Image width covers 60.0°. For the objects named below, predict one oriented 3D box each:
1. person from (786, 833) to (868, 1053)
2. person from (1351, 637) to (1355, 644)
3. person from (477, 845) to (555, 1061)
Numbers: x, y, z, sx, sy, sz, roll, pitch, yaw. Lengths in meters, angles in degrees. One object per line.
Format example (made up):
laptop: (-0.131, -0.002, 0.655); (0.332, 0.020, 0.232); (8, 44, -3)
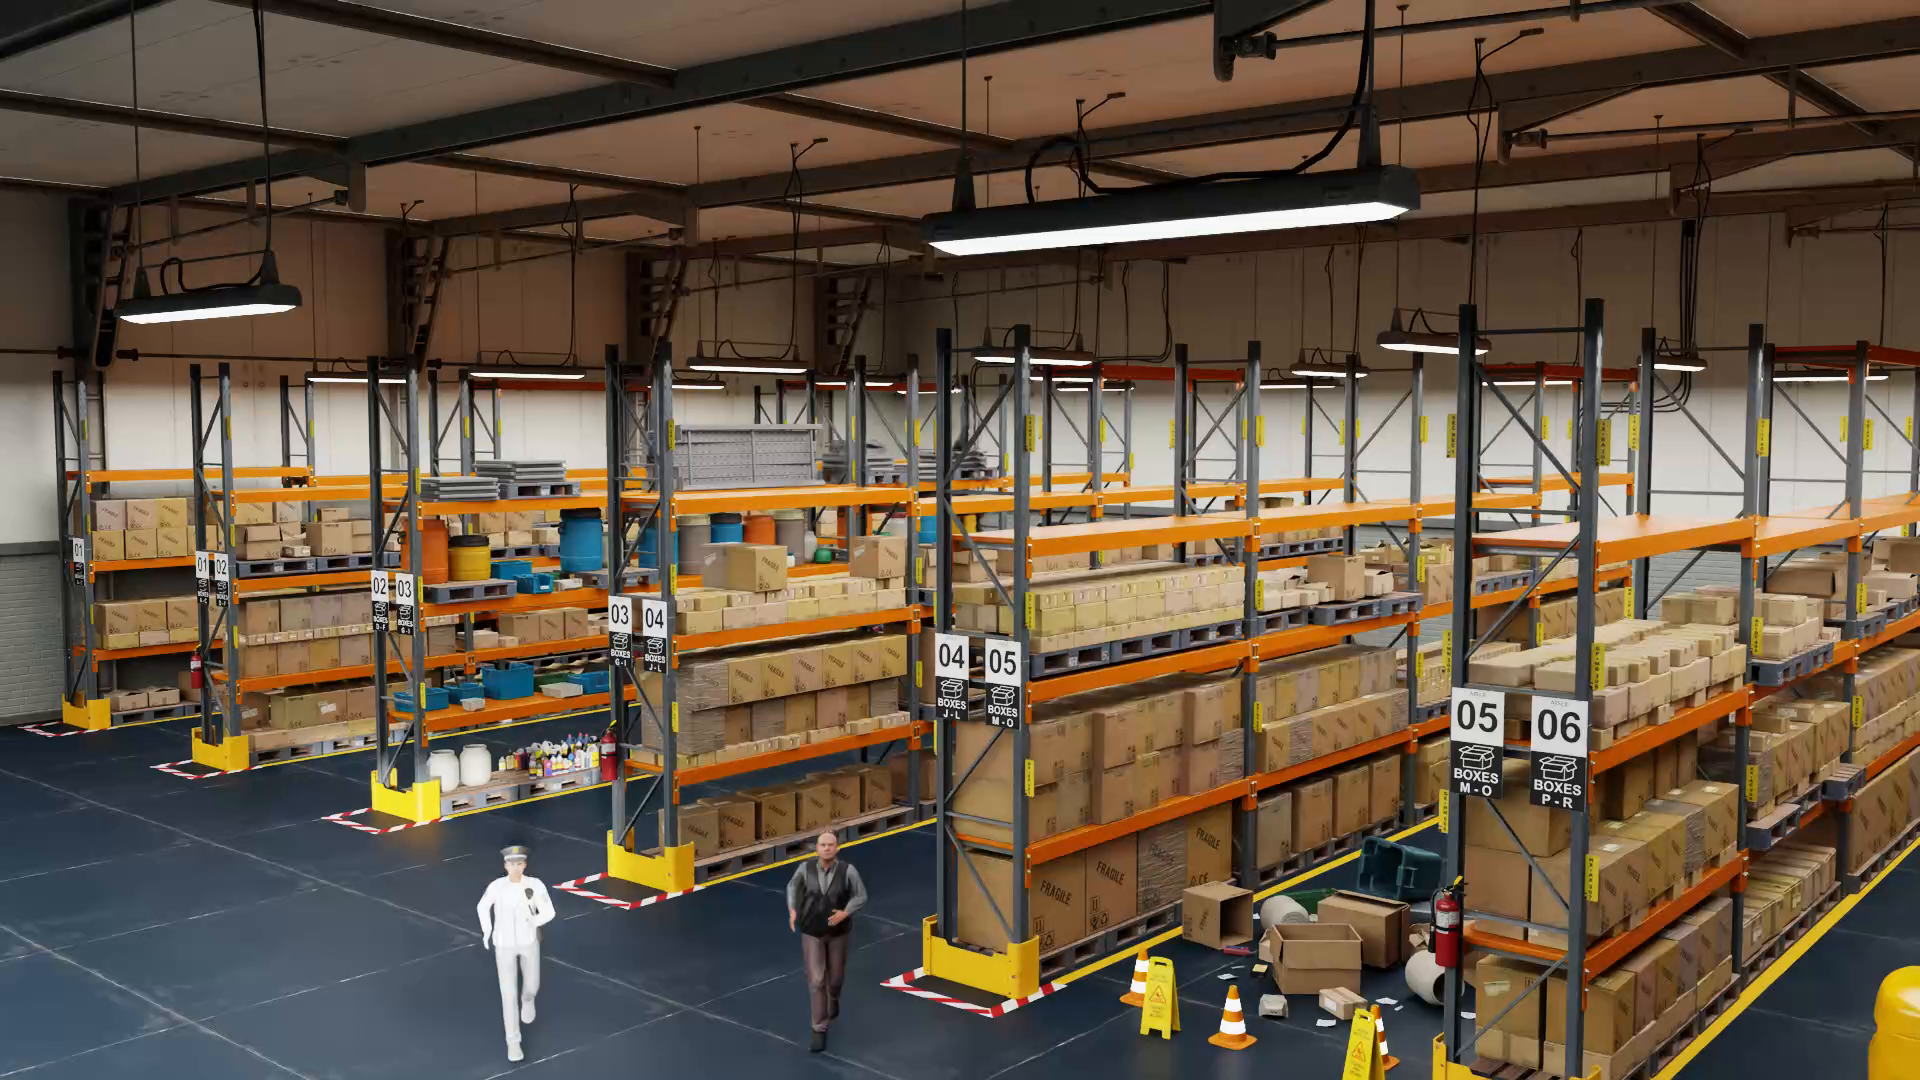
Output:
person: (-1.114, 3.304, 13.931); (0.680, 1.727, 0.849); (0, 4, -5)
person: (6.390, 2.387, 27.526); (0.506, 1.630, 0.707); (3, 5, 34)
person: (-3.651, 3.326, 13.695); (0.622, 1.670, 0.896); (-1, 4, -15)
